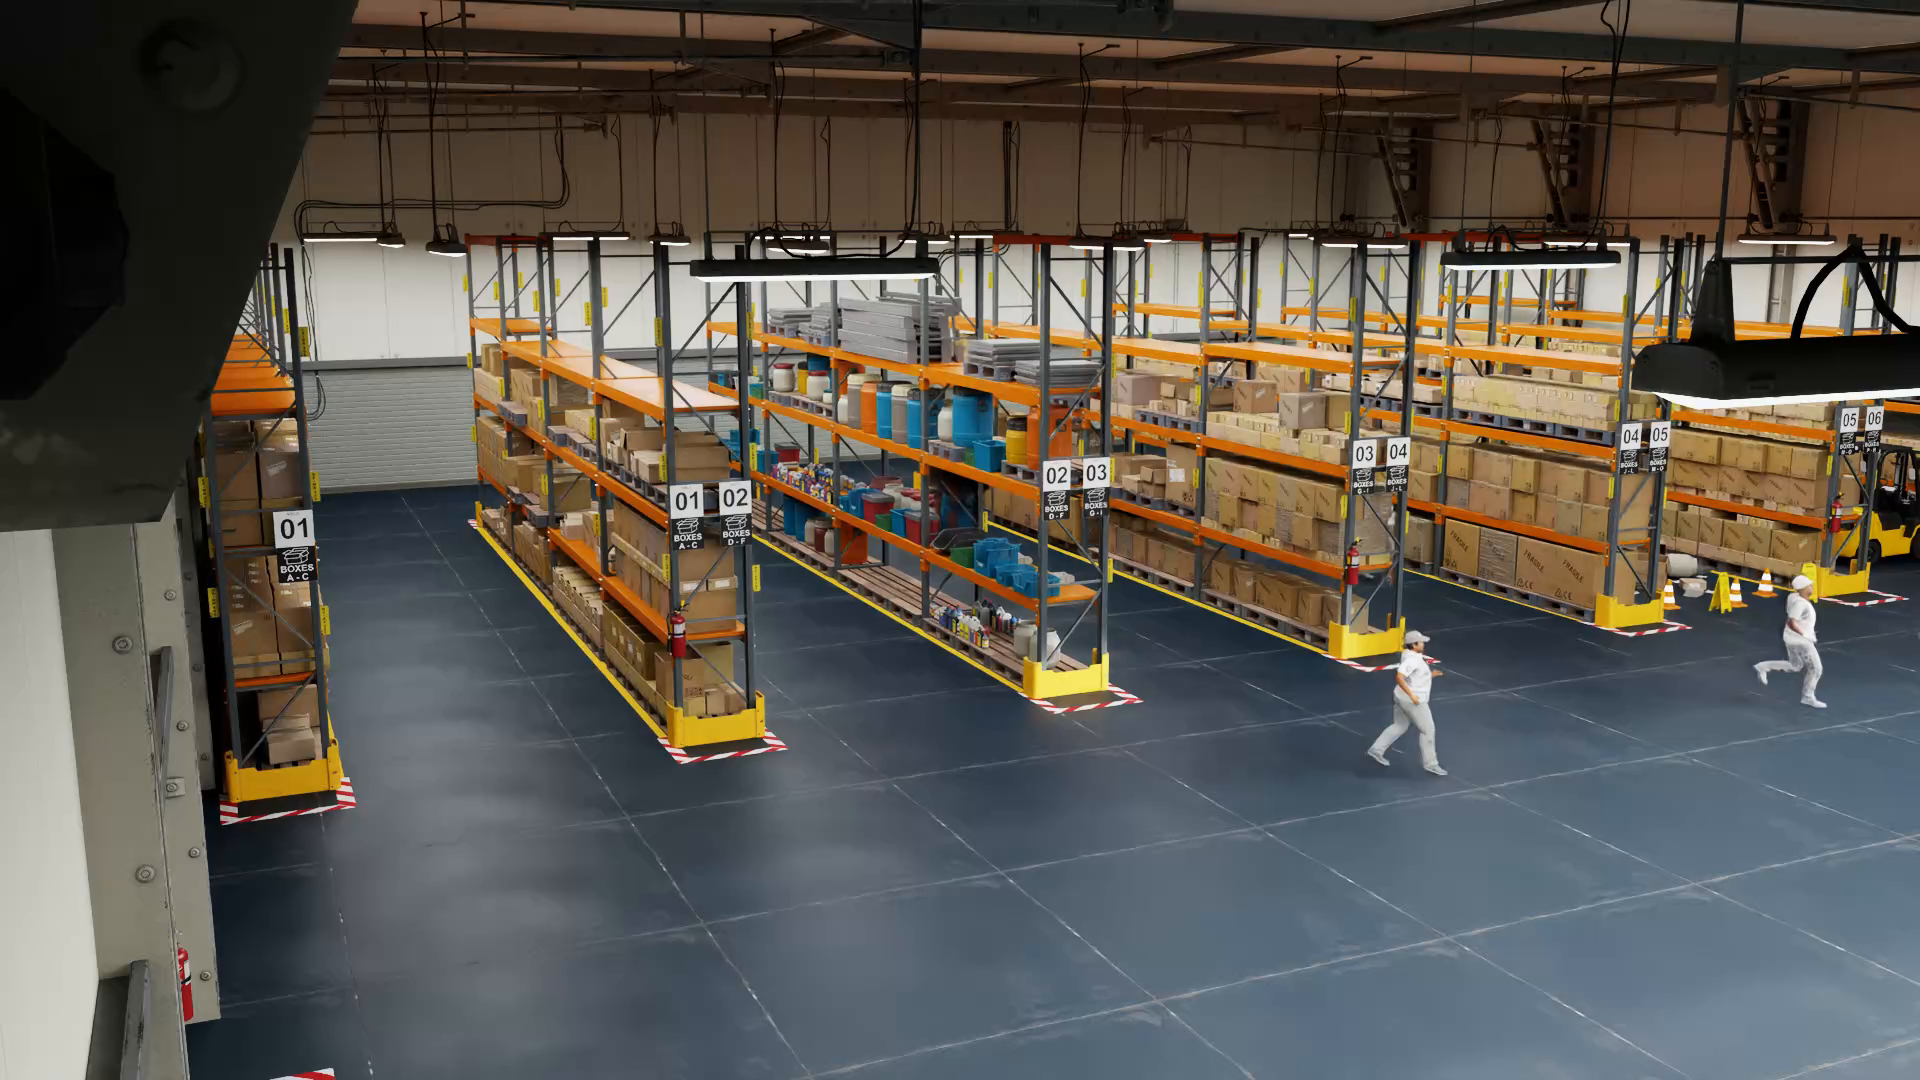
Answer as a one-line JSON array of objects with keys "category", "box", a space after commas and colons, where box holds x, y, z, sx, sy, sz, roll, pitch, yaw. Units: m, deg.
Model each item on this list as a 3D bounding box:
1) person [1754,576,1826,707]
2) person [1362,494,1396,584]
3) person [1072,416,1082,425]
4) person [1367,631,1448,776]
[{"category": "person", "box": [10.971, 1.323, 21.850, 0.889, 1.748, 0.678, 2, 11, 12]}, {"category": "person", "box": [7.385, -0.073, 29.074, 0.557, 1.737, 0.816, -6, 13, -30]}, {"category": "person", "box": [2.810, -2.347, 40.957, 0.777, 1.721, 0.724, 10, 15, 42]}, {"category": "person", "box": [5.179, 1.867, 19.080, 0.885, 1.676, 0.595, 0, 11, -1]}]
